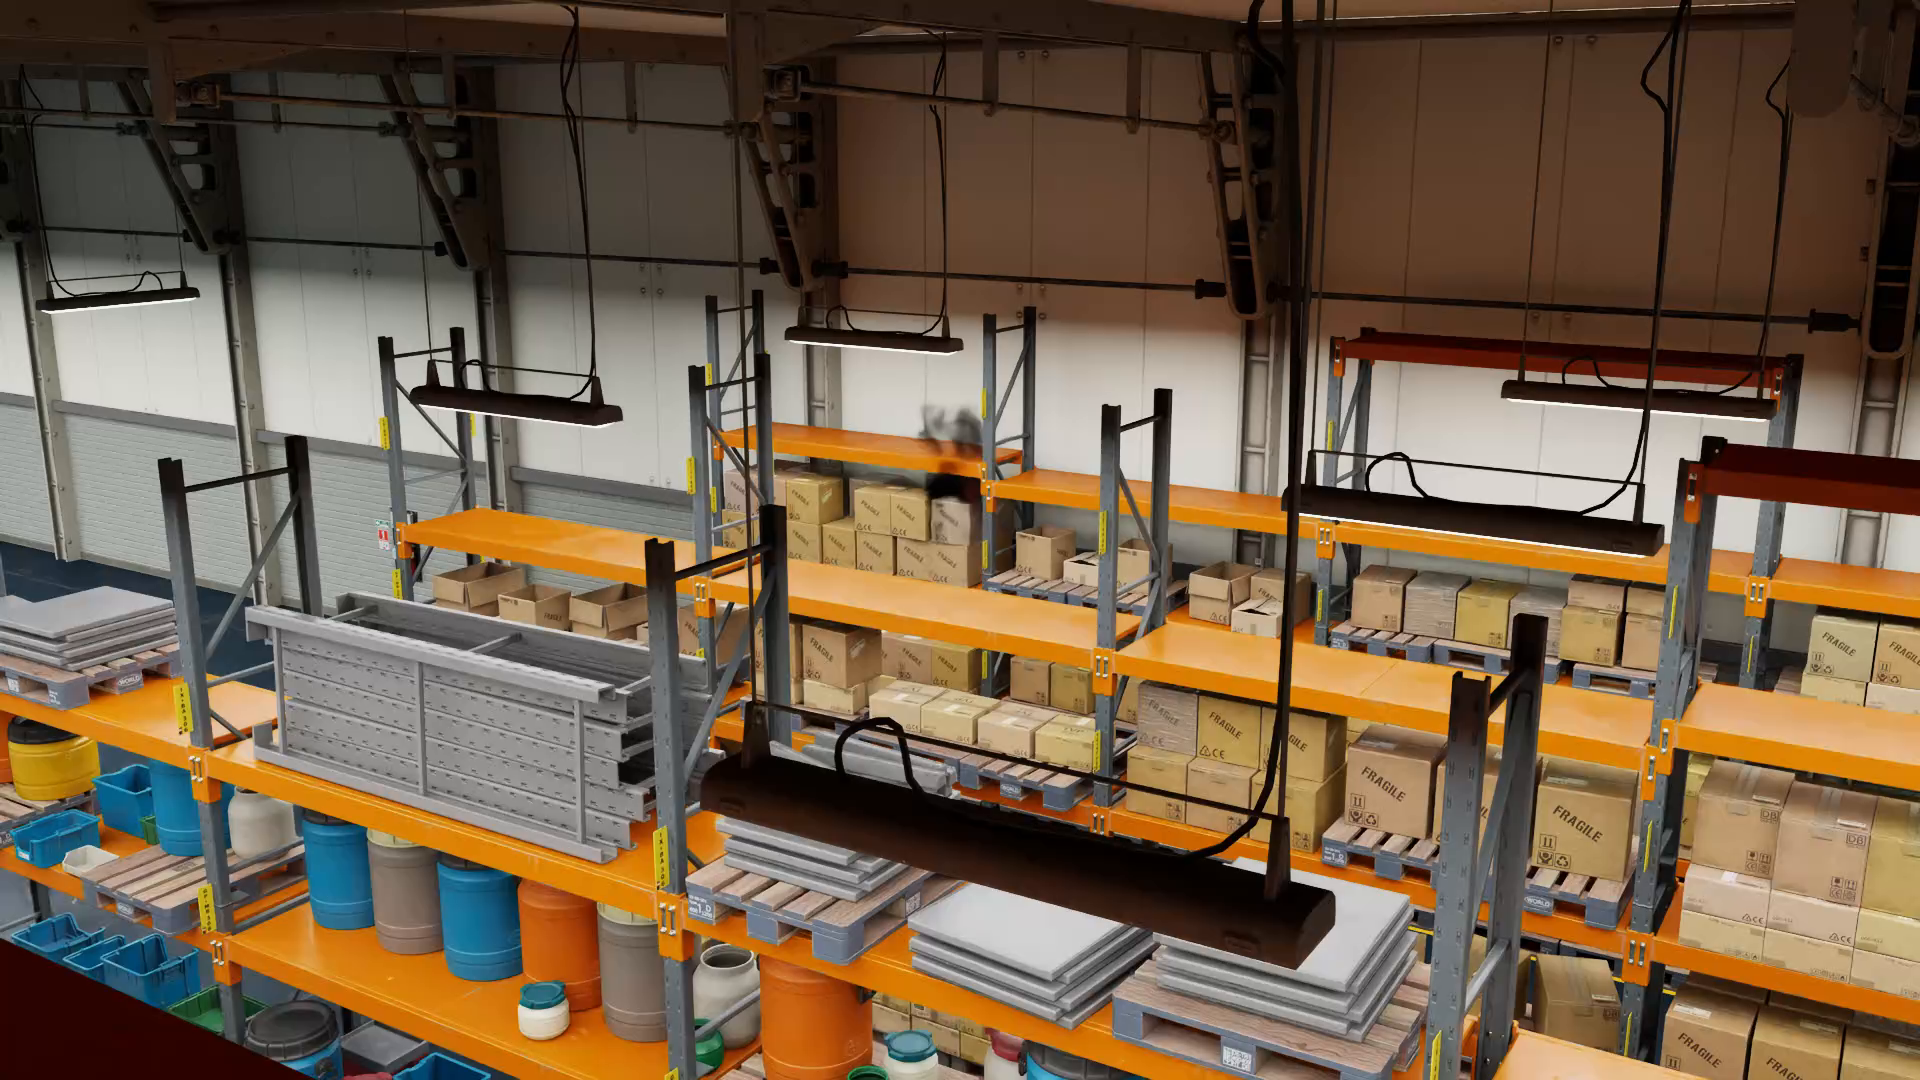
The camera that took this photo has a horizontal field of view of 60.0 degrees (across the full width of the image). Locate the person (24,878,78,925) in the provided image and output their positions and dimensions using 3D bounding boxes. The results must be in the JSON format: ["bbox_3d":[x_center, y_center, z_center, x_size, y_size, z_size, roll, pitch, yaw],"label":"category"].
[{"bbox_3d":[-9.327,3.221,17.042,0.587,1.563,0.542,-10,17,-35],"label":"person"}]
